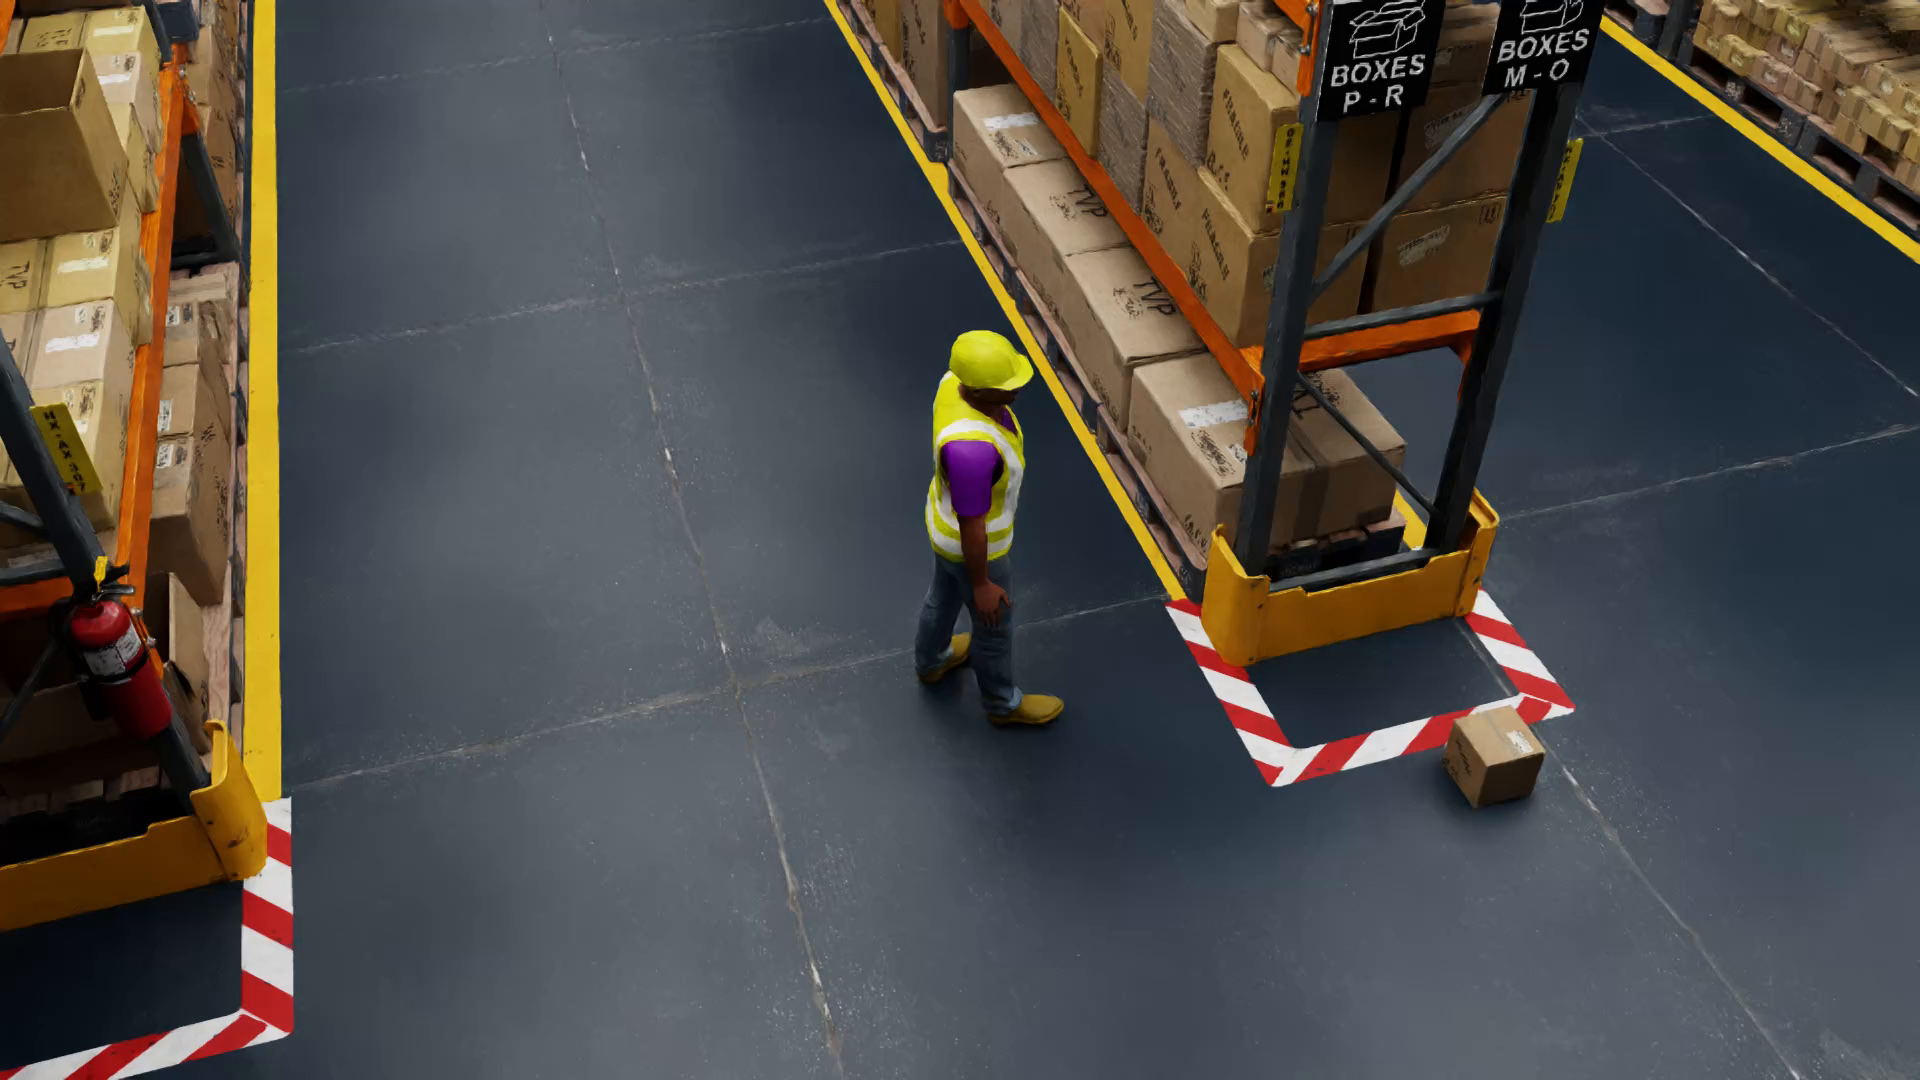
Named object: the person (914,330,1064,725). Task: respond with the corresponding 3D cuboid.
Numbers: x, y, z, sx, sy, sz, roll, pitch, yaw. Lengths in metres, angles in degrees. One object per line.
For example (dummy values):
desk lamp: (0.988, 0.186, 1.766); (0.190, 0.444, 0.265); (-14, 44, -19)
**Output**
person: (0.113, -0.020, 6.129); (0.580, 1.763, 0.700); (-4, 42, -4)
